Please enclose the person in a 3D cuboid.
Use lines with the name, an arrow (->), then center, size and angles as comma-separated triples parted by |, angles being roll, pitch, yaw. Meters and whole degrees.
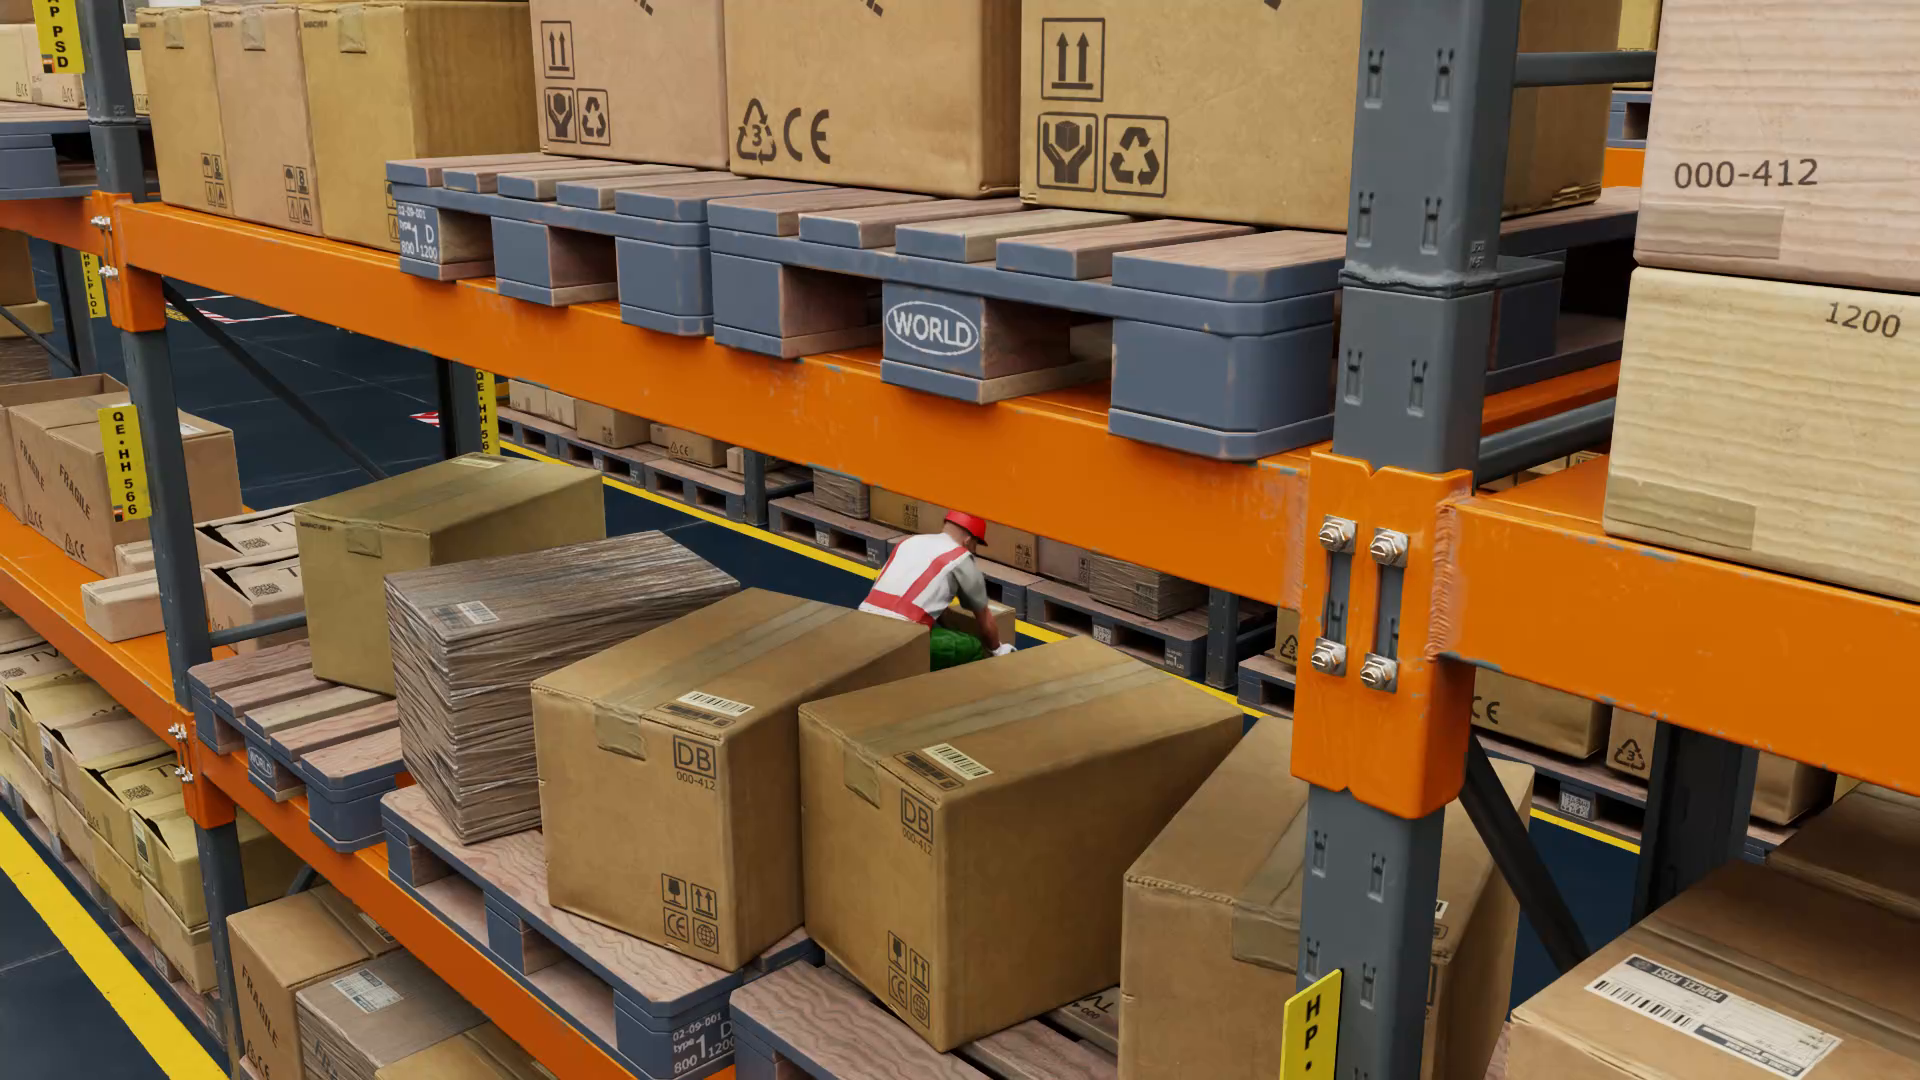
person -> -0.146, 0.370, 8.170 | 0.902, 0.994, 0.544 | -16, 23, -42
